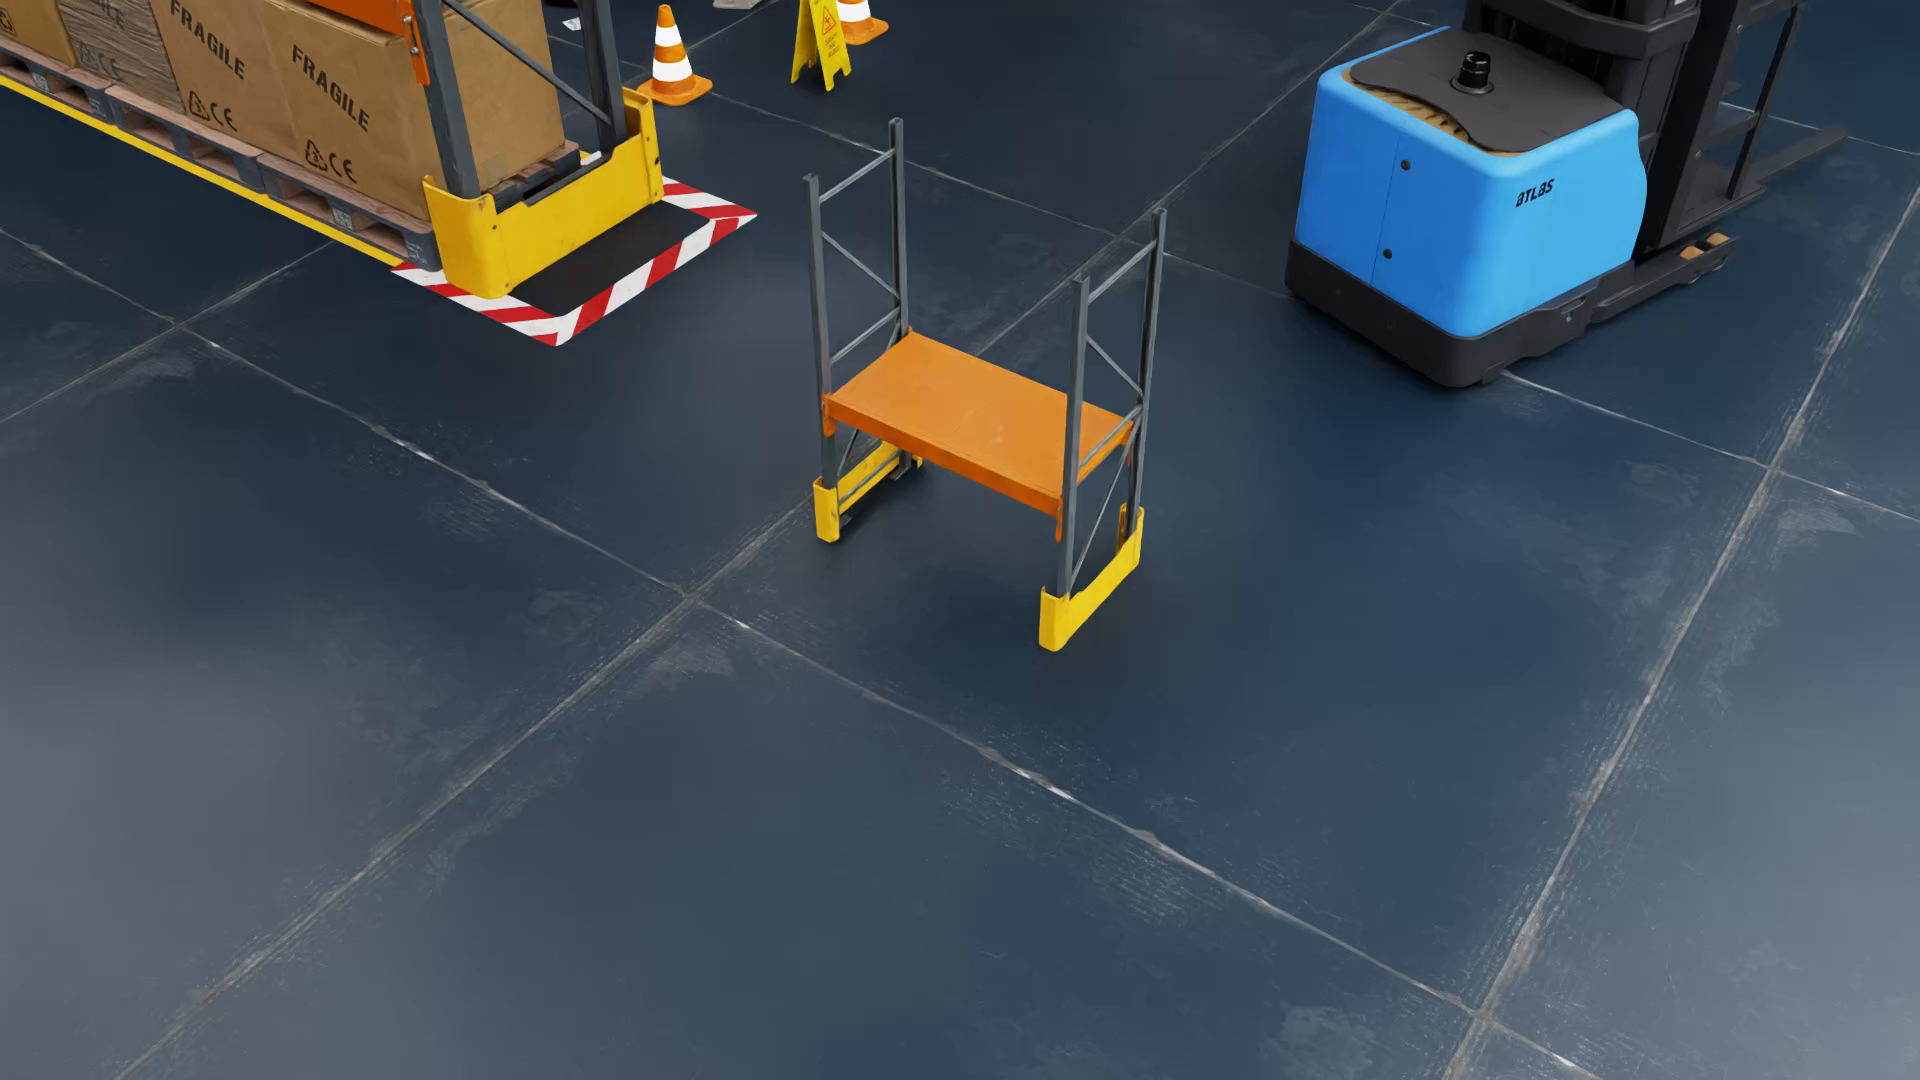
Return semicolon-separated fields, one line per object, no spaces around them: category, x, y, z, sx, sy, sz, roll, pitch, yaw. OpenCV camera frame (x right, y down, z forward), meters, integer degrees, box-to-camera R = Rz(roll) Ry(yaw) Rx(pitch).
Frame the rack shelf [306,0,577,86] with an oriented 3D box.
rack shelf;-3.555;-3.070;7.971;4.000;0.370;1.077;25;48;25

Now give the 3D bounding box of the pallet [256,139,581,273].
pallet;-2.617;-1.797;8.100;1.213;0.211;1.003;25;48;25

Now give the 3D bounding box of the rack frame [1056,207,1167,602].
rack frame;0.486;-0.332;5.496;0.032;1.500;0.500;25;48;25

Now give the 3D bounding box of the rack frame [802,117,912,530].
rack frame;-0.346;-0.721;5.931;0.032;1.500;0.500;25;48;25

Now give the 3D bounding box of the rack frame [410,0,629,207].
rack frame;-1.917;-2.573;6.875;0.127;3.000;1.000;25;48;25

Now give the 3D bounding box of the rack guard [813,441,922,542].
rack guard;-0.345;-0.255;6.347;0.087;0.250;0.587;25;48;25

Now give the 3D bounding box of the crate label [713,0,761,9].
crate label;-1.289;-3.238;9.766;0.298;0.136;0.250;3;42;4

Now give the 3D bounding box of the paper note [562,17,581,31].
paper note;-2.192;-2.977;9.555;0.144;0.017;0.142;-25;48;-25

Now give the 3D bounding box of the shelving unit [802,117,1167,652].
shelving unit;0.062;-0.530;5.717;1.083;1.500;0.587;25;48;25

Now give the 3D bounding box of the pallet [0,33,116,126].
pallet;-4.614;-2.731;9.144;1.213;0.211;1.003;25;48;25

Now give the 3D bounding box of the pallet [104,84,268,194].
pallet;-3.611;-2.264;8.622;1.213;0.211;1.003;25;48;25

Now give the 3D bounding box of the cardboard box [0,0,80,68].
cardboard box;-4.717;-3.190;8.844;0.875;0.875;0.875;26;48;26

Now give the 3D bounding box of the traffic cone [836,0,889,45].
traffic cone;-0.609;-3.092;9.359;0.334;0.463;0.336;25;48;25

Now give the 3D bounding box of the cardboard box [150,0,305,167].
cardboard box;-3.232;-2.497;8.069;0.875;0.875;0.875;24;47;25

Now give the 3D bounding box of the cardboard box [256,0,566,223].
cardboard box;-2.510;-2.161;7.694;0.875;0.875;0.875;25;48;26

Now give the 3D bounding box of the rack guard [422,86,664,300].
rack guard;-1.897;-1.632;7.699;0.348;0.500;1.175;25;48;25

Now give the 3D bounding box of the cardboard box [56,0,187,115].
cardboard box;-3.977;-2.847;8.460;0.875;0.875;0.875;25;48;26

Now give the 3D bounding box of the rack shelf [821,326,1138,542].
rack shelf;0.070;-0.392;5.833;1.000;0.185;0.538;25;48;25

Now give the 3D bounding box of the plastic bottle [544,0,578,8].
plastic bottle;-2.350;-3.196;9.776;0.283;0.061;0.133;10;43;11

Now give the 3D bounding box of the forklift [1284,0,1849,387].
forklift;2.938;-2.514;6.862;3.031;2.935;1.130;-26;48;-26

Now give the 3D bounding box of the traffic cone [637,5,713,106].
traffic cone;-1.537;-2.606;8.815;0.334;0.463;0.336;25;48;25

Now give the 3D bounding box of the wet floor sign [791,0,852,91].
wet floor sign;-0.757;-2.765;8.856;0.232;0.644;0.267;17;45;18

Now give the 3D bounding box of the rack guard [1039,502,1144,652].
rack guard;0.470;0.127;5.921;0.087;0.250;0.587;25;48;25
